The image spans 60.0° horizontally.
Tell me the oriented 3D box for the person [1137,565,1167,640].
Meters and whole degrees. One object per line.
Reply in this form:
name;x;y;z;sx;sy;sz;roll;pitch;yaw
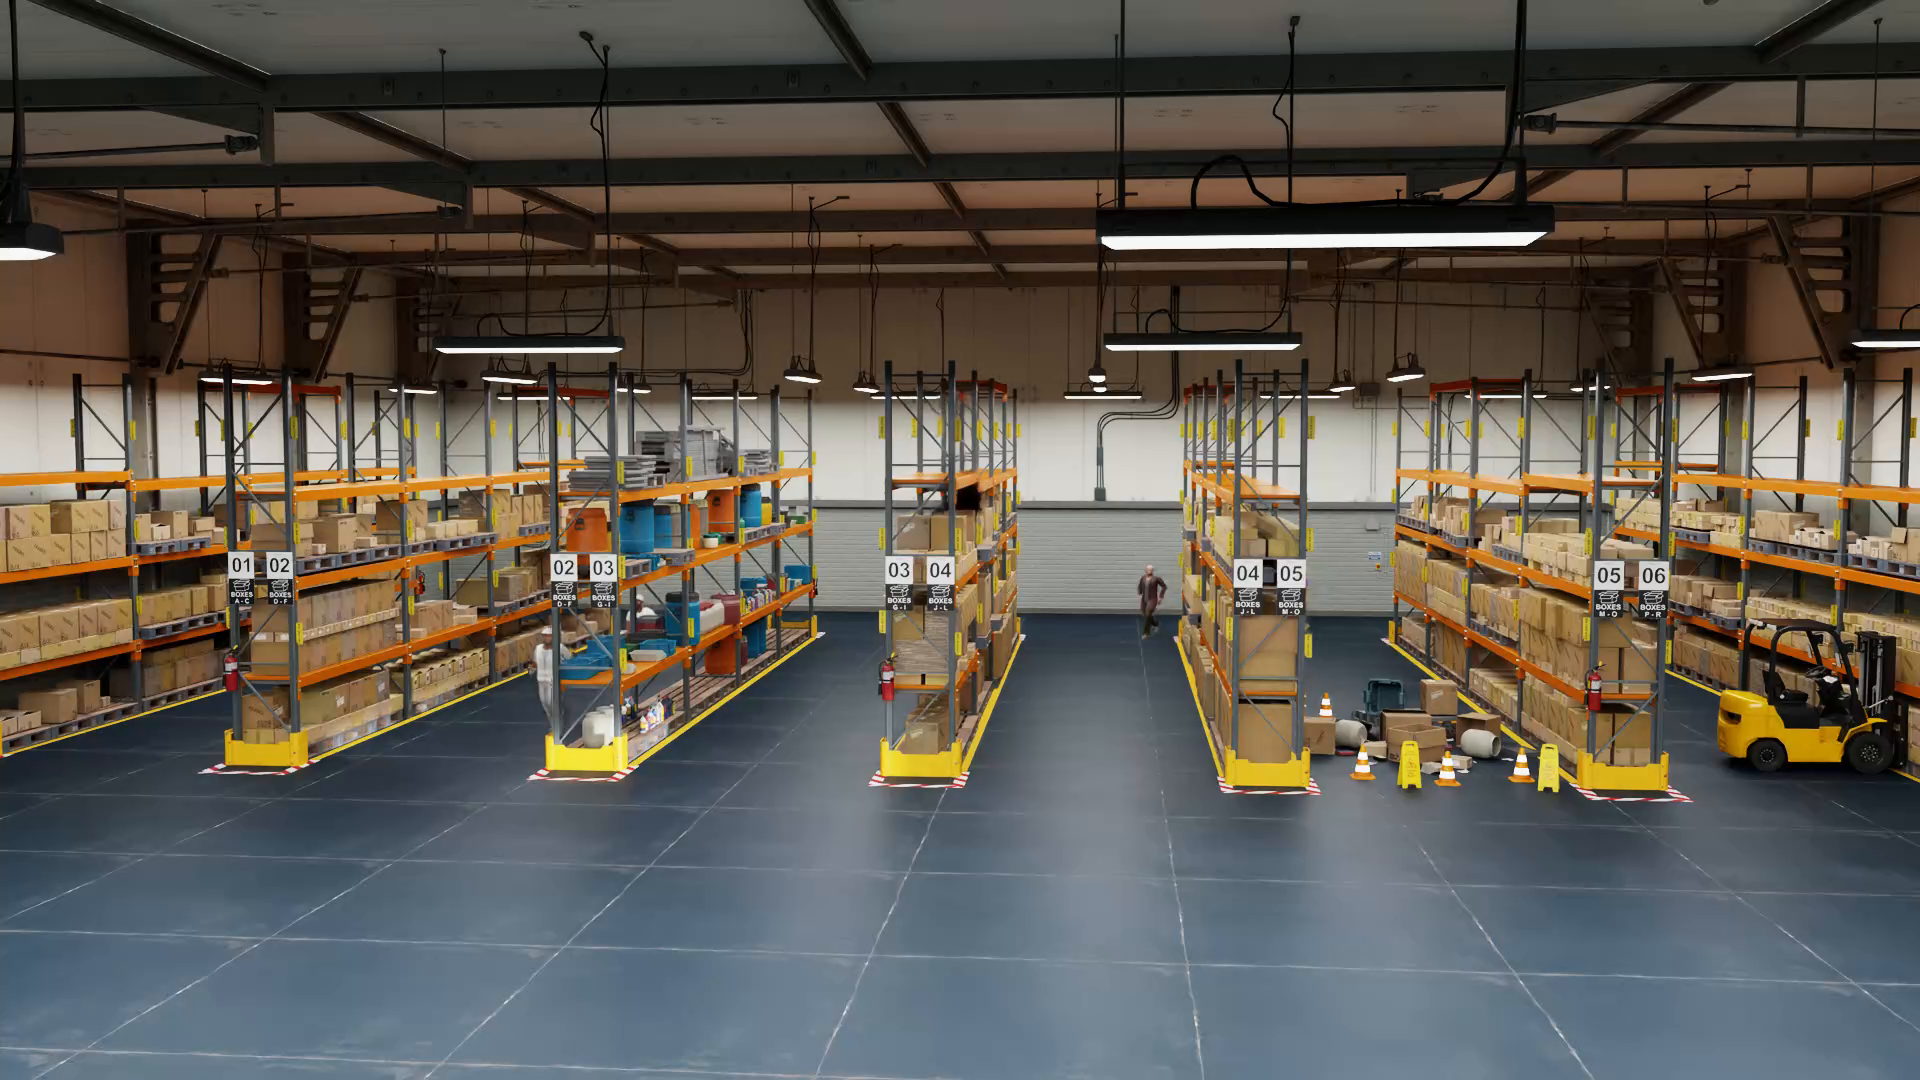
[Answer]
person;4.599;1.543;40.153;0.750;1.693;0.896;3;5;43

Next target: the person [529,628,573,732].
person;-6.771;2.315;27.362;0.653;1.739;0.621;1;4;14

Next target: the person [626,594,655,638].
person;-6.416;1.951;33.337;0.677;1.731;0.616;1;4;10
